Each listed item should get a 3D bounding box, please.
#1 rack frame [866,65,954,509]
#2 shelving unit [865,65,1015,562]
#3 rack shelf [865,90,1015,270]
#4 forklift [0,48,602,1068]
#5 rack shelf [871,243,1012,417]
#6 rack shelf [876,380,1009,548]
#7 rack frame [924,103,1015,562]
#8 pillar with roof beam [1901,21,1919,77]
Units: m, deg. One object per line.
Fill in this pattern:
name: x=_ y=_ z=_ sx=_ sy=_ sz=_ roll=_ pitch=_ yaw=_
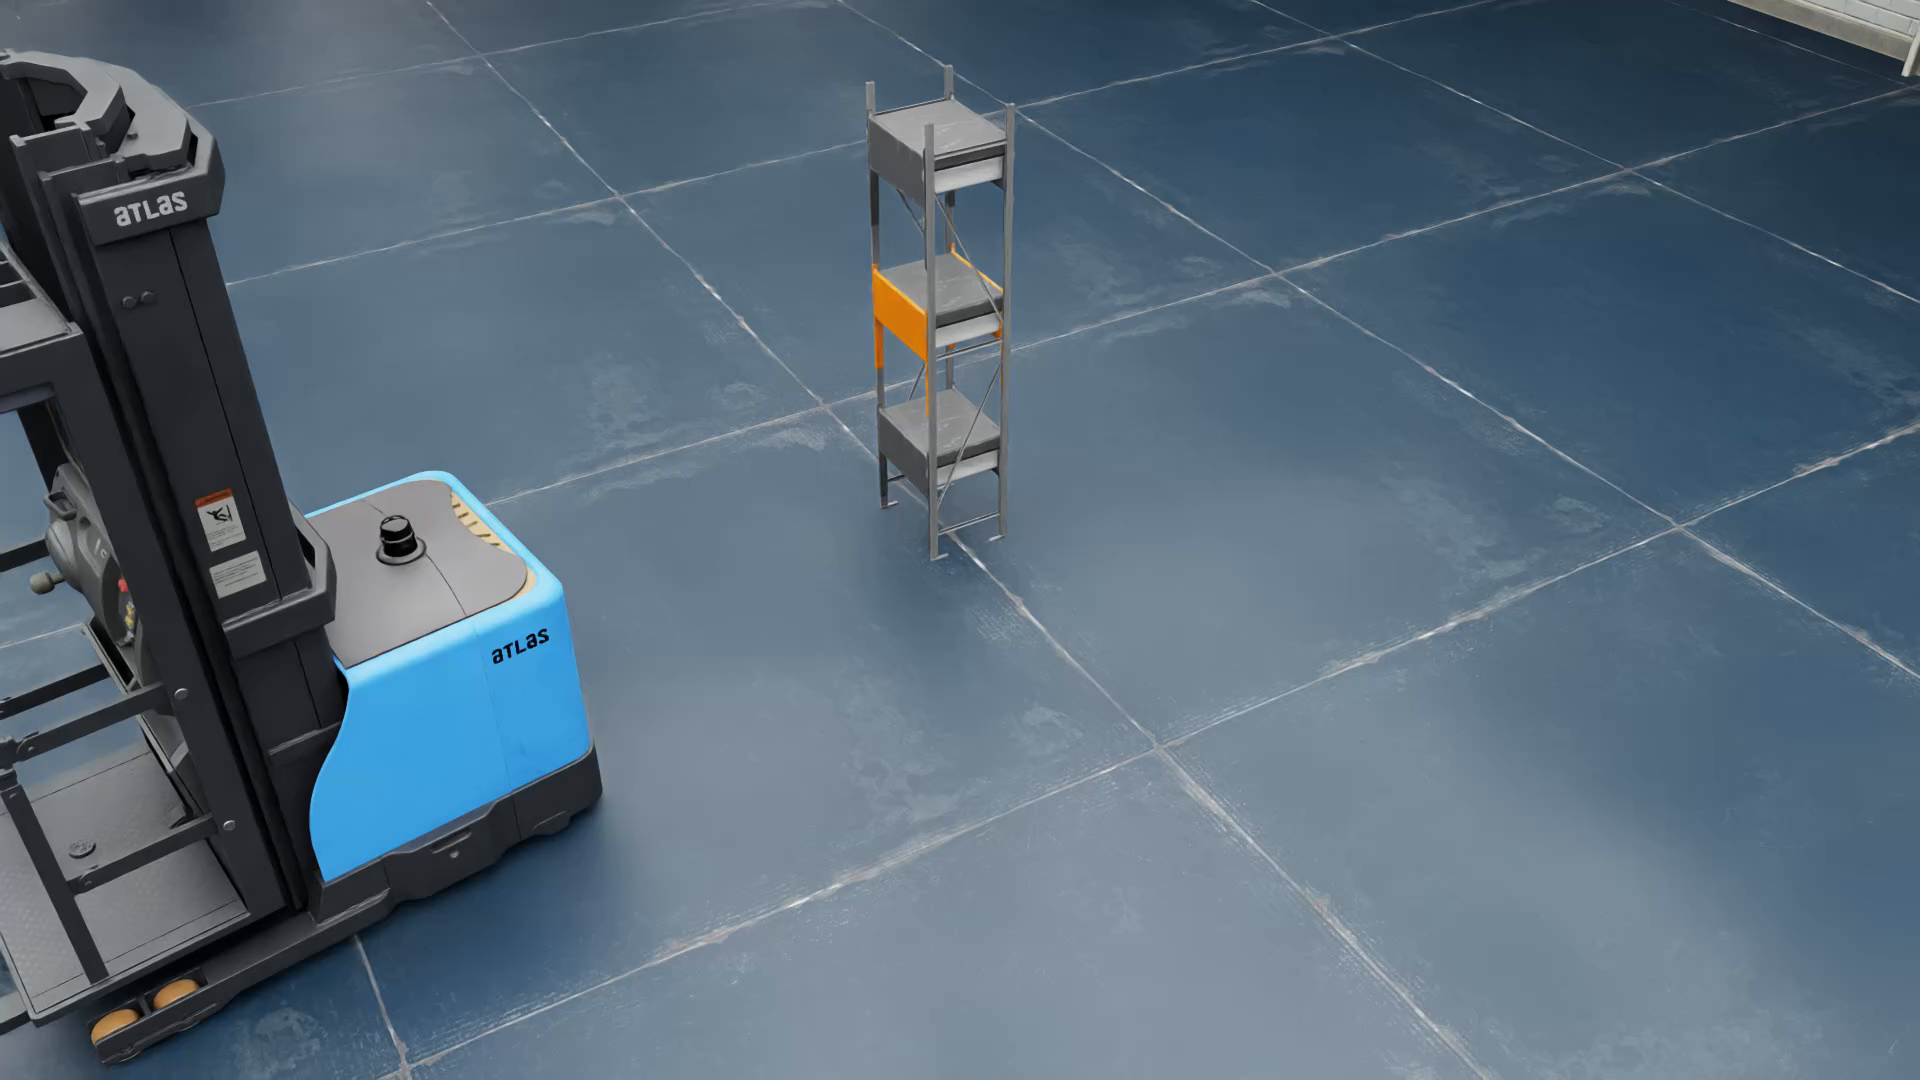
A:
rack frame: x=-0.206 y=-1.057 z=7.417 sx=0.400 sy=2.100 sz=0.015 roll=-19 pitch=40 yaw=-24
shelving unit: x=-0.083 y=-0.932 z=7.246 sx=0.431 sy=2.100 sz=0.503 roll=-19 pitch=40 yaw=-24
rack shelf: x=-0.083 y=-1.487 z=6.841 sx=0.431 sy=0.518 sz=0.480 roll=-19 pitch=40 yaw=-24
forklift: x=-2.824 y=0.162 z=5.043 sx=3.031 sy=2.935 sz=1.130 roll=-25 pitch=43 yaw=-30
rack shelf: x=-0.083 y=-0.921 z=7.254 sx=0.431 sy=0.518 sz=0.480 roll=-19 pitch=40 yaw=-24
rack shelf: x=-0.083 y=-0.356 z=7.667 sx=0.431 sy=0.518 sz=0.480 roll=-19 pitch=40 yaw=-24
rack frame: x=0.039 y=-0.808 z=7.076 sx=0.400 sy=2.100 sz=0.015 roll=-19 pitch=40 yaw=-24
pillar with roof beam: x=3.620 y=-5.821 z=8.091 sx=9.100 sy=9.000 sz=0.400 roll=-19 pitch=40 yaw=-24
